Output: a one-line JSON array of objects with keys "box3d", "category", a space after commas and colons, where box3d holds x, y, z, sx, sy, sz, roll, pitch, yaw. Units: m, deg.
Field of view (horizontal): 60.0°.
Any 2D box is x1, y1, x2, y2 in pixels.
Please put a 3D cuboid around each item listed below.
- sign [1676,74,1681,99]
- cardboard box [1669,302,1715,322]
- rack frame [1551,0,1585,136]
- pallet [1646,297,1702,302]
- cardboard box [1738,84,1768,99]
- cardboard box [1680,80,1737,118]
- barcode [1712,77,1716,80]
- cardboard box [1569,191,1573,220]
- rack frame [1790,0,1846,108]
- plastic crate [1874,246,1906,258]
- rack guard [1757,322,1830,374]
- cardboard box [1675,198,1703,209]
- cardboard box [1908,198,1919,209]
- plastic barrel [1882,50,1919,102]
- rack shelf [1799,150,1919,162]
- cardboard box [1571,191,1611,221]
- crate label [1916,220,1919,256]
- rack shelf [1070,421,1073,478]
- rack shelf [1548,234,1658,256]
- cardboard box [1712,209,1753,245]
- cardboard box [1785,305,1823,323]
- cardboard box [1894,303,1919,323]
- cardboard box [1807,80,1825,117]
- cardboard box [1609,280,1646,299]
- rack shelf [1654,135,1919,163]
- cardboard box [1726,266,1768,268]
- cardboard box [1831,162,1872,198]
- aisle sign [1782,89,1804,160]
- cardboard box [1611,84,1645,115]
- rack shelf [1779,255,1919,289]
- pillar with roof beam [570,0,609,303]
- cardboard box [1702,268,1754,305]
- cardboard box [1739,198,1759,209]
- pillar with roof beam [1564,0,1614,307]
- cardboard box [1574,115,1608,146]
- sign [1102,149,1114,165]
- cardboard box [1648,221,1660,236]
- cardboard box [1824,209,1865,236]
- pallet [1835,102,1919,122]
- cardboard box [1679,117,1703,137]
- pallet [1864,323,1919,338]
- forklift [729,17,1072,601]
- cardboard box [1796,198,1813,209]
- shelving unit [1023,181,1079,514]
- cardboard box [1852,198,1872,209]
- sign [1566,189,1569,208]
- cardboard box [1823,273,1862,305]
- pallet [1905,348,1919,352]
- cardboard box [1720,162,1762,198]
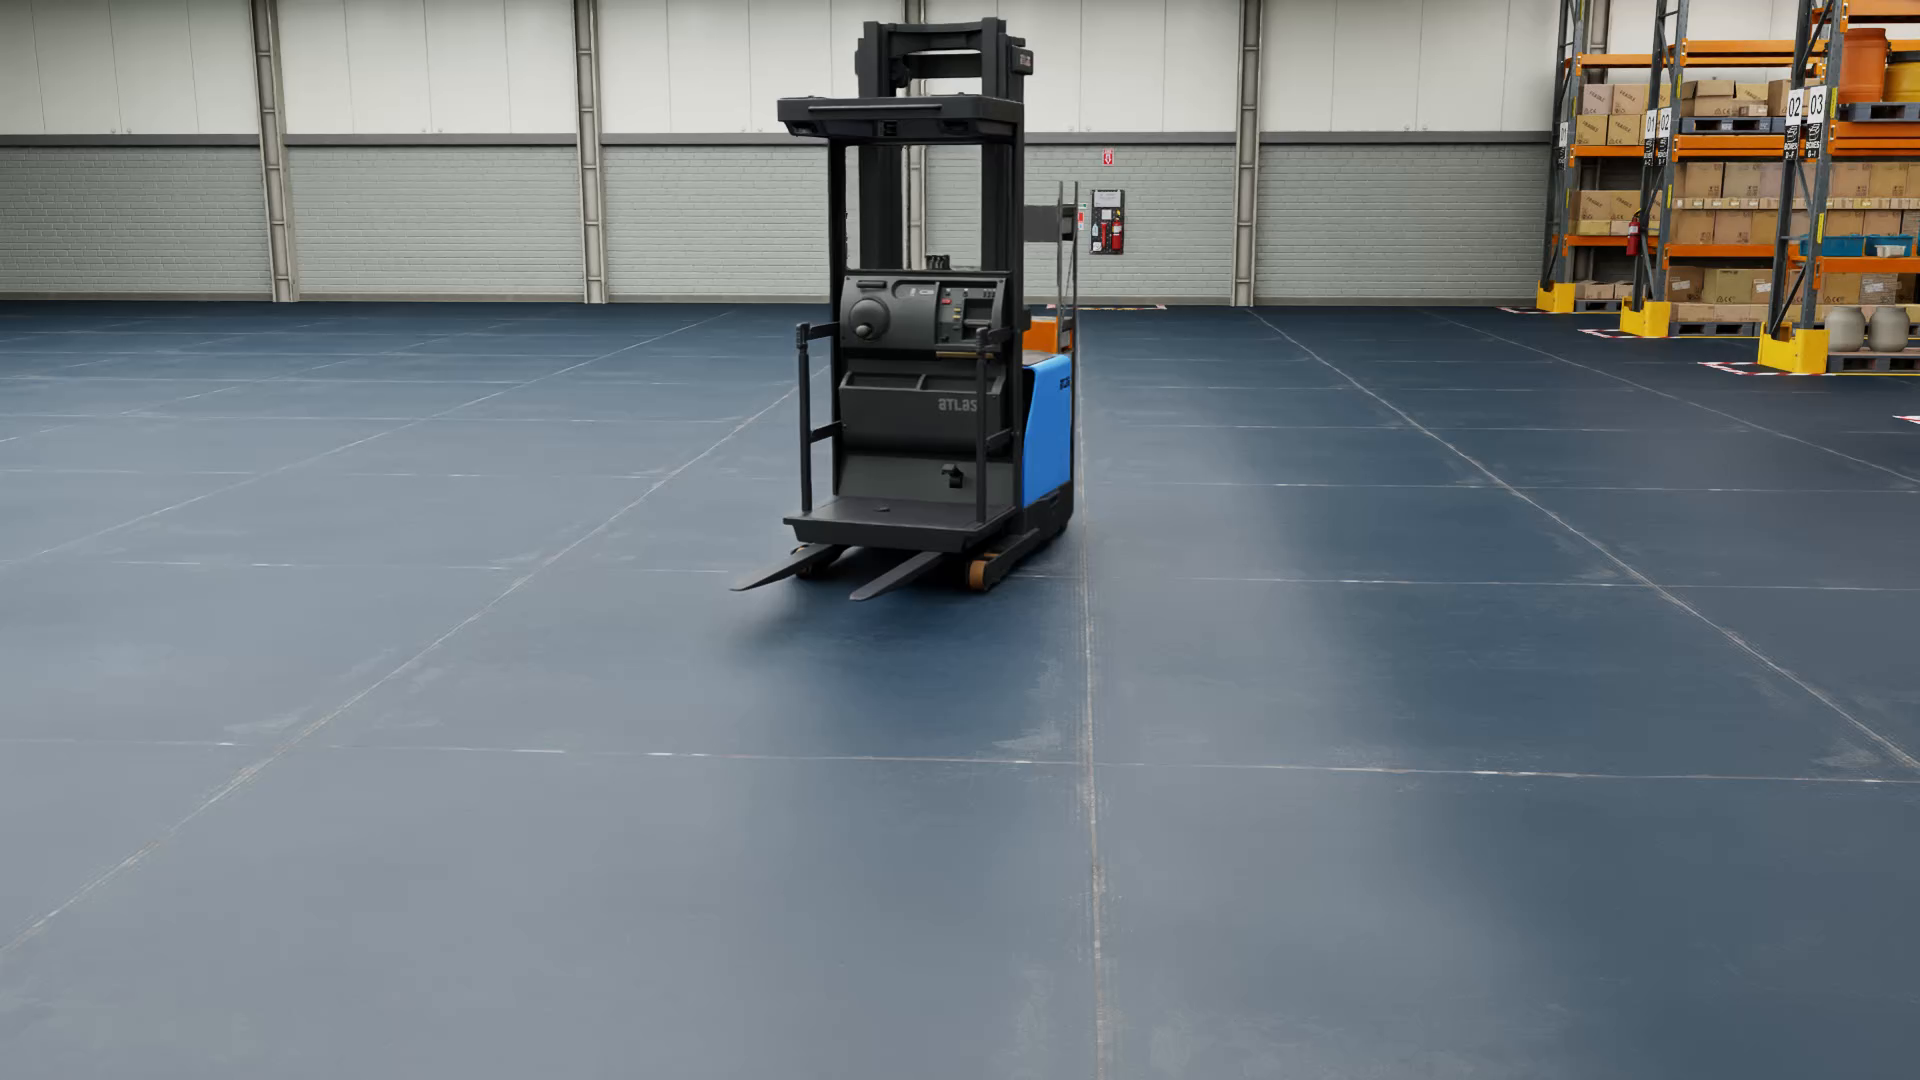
[{"box3d": [10.015, -6.319, 23.169, 0.005, 0.325, 0.100, 1, 12, 4], "category": "sign"}, {"box3d": [10.578, -3.305, 24.102, 0.500, 0.250, 0.500, 1, 12, 4], "category": "cardboard box"}, {"box3d": [10.385, -8.446, 28.339, 0.127, 3.000, 1.000, 1, 12, 4], "category": "rack frame"}, {"box3d": [12.483, -4.108, 29.064, 1.213, 0.211, 1.003, 1, 12, 4], "category": "pallet"}, {"box3d": [13.308, -7.428, 28.064, 0.500, 0.500, 0.500, 1, 12, 7], "category": "cardboard box"}, {"box3d": [10.631, -6.282, 23.699, 0.637, 0.503, 0.797, 2, 12, 8], "category": "cardboard box"}, {"box3d": [13.018, -7.960, 28.701, 0.075, 0.075, 0.001, 1, 12, 4], "category": "barcode"}, {"box3d": [10.870, -5.850, 29.067, 0.500, 0.500, 0.500, 1, 12, 3], "category": "cardboard box"}, {"box3d": [9.723, -6.422, 18.664, 0.127, 3.000, 1.000, 1, 12, 4], "category": "rack frame"}, {"box3d": [10.595, -3.279, 18.932, 0.250, 0.136, 0.298, 1, 12, 4], "category": "plastic crate"}, {"box3d": [9.802, -2.271, 19.575, 0.348, 0.500, 1.175, 1, 12, 4], "category": "rack guard"}, {"box3d": [10.435, -4.815, 23.803, 0.250, 0.149, 0.380, 1, 12, 3], "category": "cardboard box"}, {"box3d": [13.517, -4.773, 23.604, 0.250, 0.149, 0.380, 1, 12, 3], "category": "cardboard box"}, {"box3d": [10.869, -5.262, 18.958, 0.600, 0.588, 0.600, 0, 12, 0], "category": "plastic barrel"}, {"box3d": [16.372, -6.544, 28.328, 4.000, 0.370, 1.077, 1, 12, 4], "category": "rack shelf"}, {"box3d": [10.842, -5.745, 28.565, 0.500, 0.500, 0.500, 1, 12, 4], "category": "cardboard box"}, {"box3d": [11.578, -3.533, 19.418, 0.616, 0.435, 0.502, 1, 12, 4], "category": "crate label"}, {"box3d": [0.437, -0.486, 10.618, 0.480, 0.518, 0.431, 4, 12, 18], "category": "rack shelf"}, {"box3d": [12.381, -5.130, 28.896, 4.000, 0.370, 1.077, 1, 12, 4], "category": "rack shelf"}, {"box3d": [11.047, -4.531, 24.032, 0.500, 0.500, 0.700, 1, 12, 5], "category": "cardboard box"}, {"box3d": [12.075, -3.284, 24.002, 0.500, 0.250, 0.500, 1, 12, 4], "category": "cardboard box"}, {"box3d": [13.572, -3.264, 23.909, 0.500, 0.250, 0.500, 1, 12, 4], "category": "cardboard box"}, {"box3d": [12.414, -6.284, 23.710, 0.637, 0.503, 0.797, 2, 12, 10], "category": "cardboard box"}, {"box3d": [11.638, -4.373, 29.013, 0.500, 0.311, 0.500, 2, 12, 8], "category": "cardboard box"}, {"box3d": [12.054, -5.586, 23.751, 4.000, 0.370, 1.077, 1, 12, 4], "category": "rack shelf"}, {"box3d": [11.612, -3.767, 24.482, 0.500, 0.500, 0.500, 1, 12, 4], "category": "cardboard box"}, {"box3d": [12.602, -5.145, 23.799, 0.500, 0.500, 0.700, 1, 12, 4], "category": "cardboard box"}, {"box3d": [9.671, -4.820, 19.307, 0.004, 0.787, 0.394, 1, 12, 4], "category": "aisle sign"}, {"box3d": [11.251, -7.454, 28.187, 0.500, 0.500, 0.500, 1, 12, 3], "category": "cardboard box"}, {"box3d": [11.719, -3.106, 19.221, 4.000, 0.370, 1.077, 1, 12, 4], "category": "rack shelf"}, {"box3d": [-7.106, -7.980, 26.111, 0.400, 9.000, 9.100, 1, 12, 4], "category": "pillar with roof beam"}, {"box3d": [11.077, -3.665, 23.994, 0.500, 0.500, 0.500, 1, 12, 4], "category": "cardboard box"}, {"box3d": [11.199, -4.804, 23.752, 0.250, 0.149, 0.380, 1, 12, 3], "category": "cardboard box"}, {"box3d": [10.854, -7.734, 24.934, 0.400, 9.000, 9.100, 1, 12, 4], "category": "pillar with roof beam"}, {"box3d": [10.702, -6.981, 28.368, 0.500, 0.500, 0.500, 1, 12, 5], "category": "cardboard box"}, {"box3d": [2.690, -6.956, 30.204, 0.199, 0.298, 0.001, 1, 12, 4], "category": "sign"}, {"box3d": [11.878, -5.362, 28.566, 0.500, 0.250, 0.500, 1, 12, 3], "category": "cardboard box"}, {"box3d": [12.579, -4.510, 23.931, 0.500, 0.500, 0.700, 1, 12, 5], "category": "cardboard box"}, {"box3d": [10.542, -4.830, 18.841, 1.213, 0.211, 1.003, 1, 12, 4], "category": "pallet"}, {"box3d": [12.290, -6.957, 28.254, 0.500, 0.500, 0.500, 2, 12, 7], "category": "cardboard box"}, {"box3d": [13.258, -3.098, 24.232, 1.213, 0.211, 1.003, 1, 12, 4], "category": "pallet"}, {"box3d": [-0.272, -1.260, 8.803, 1.130, 2.935, 3.031, 4, 12, 18], "category": "forklift"}, {"box3d": [11.969, -4.794, 23.701, 0.250, 0.149, 0.380, 1, 12, 4], "category": "cardboard box"}, {"box3d": [0.437, -1.184, 10.472, 0.503, 2.100, 0.431, 4, 12, 18], "category": "shelving unit"}, {"box3d": [12.748, -4.784, 23.654, 0.250, 0.149, 0.380, 1, 12, 3], "category": "cardboard box"}, {"box3d": [10.349, -5.823, 28.335, 0.005, 0.325, 0.100, 1, 12, 4], "category": "sign"}, {"box3d": [12.575, -3.647, 23.905, 0.500, 0.500, 0.500, 1, 12, 4], "category": "cardboard box"}, {"box3d": [11.826, -2.100, 19.464, 1.213, 0.211, 1.003, 1, 12, 4], "category": "pallet"}, {"box3d": [11.101, -5.166, 23.897, 0.500, 0.500, 0.700, 0, 12, 2], "category": "cardboard box"}]
